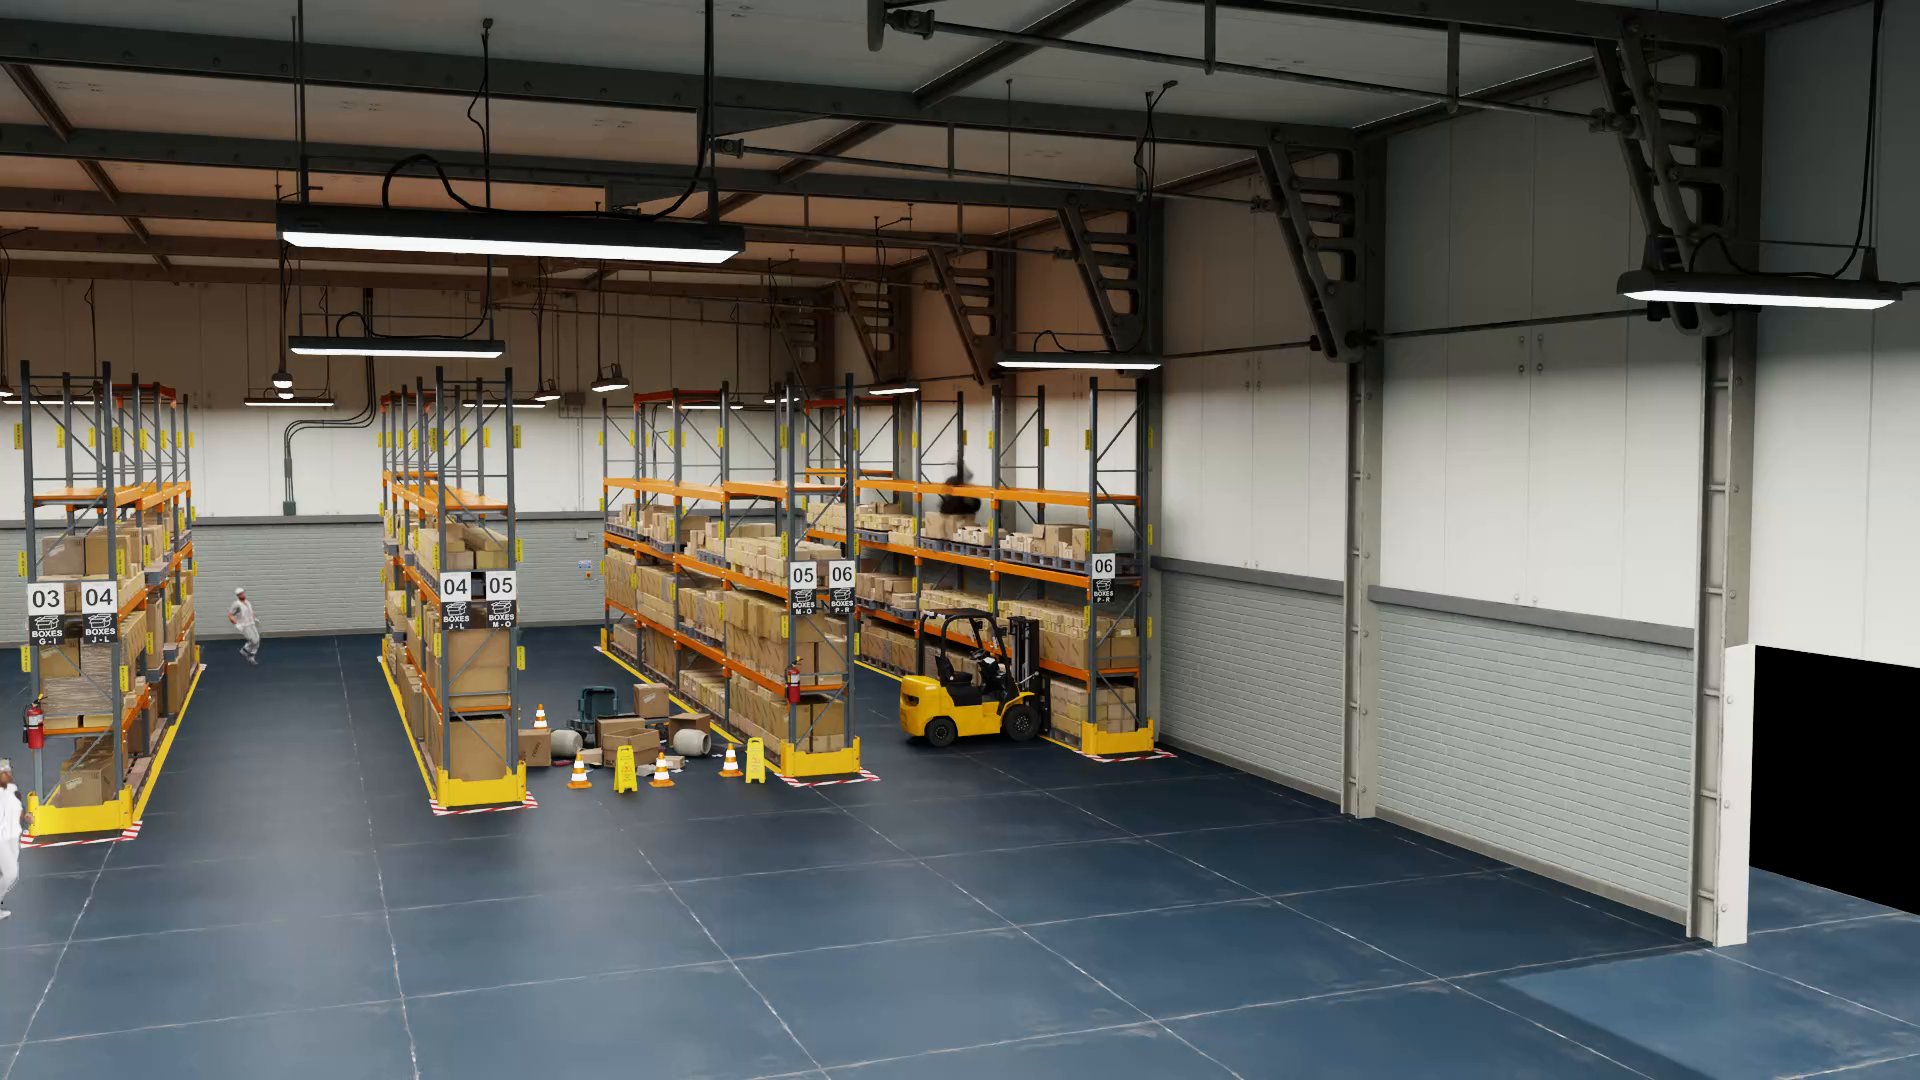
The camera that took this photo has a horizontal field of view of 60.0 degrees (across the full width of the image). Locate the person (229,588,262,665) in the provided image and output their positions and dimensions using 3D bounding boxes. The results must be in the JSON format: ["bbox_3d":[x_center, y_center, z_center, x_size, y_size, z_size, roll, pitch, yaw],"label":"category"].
[{"bbox_3d":[-15.825,1.926,36.947,0.516,1.730,0.718,1,4,13],"label":"person"}]

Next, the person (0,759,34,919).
[{"bbox_3d":[-9.945,3.113,17.304,0.586,1.680,0.600,1,4,13],"label":"person"}]
